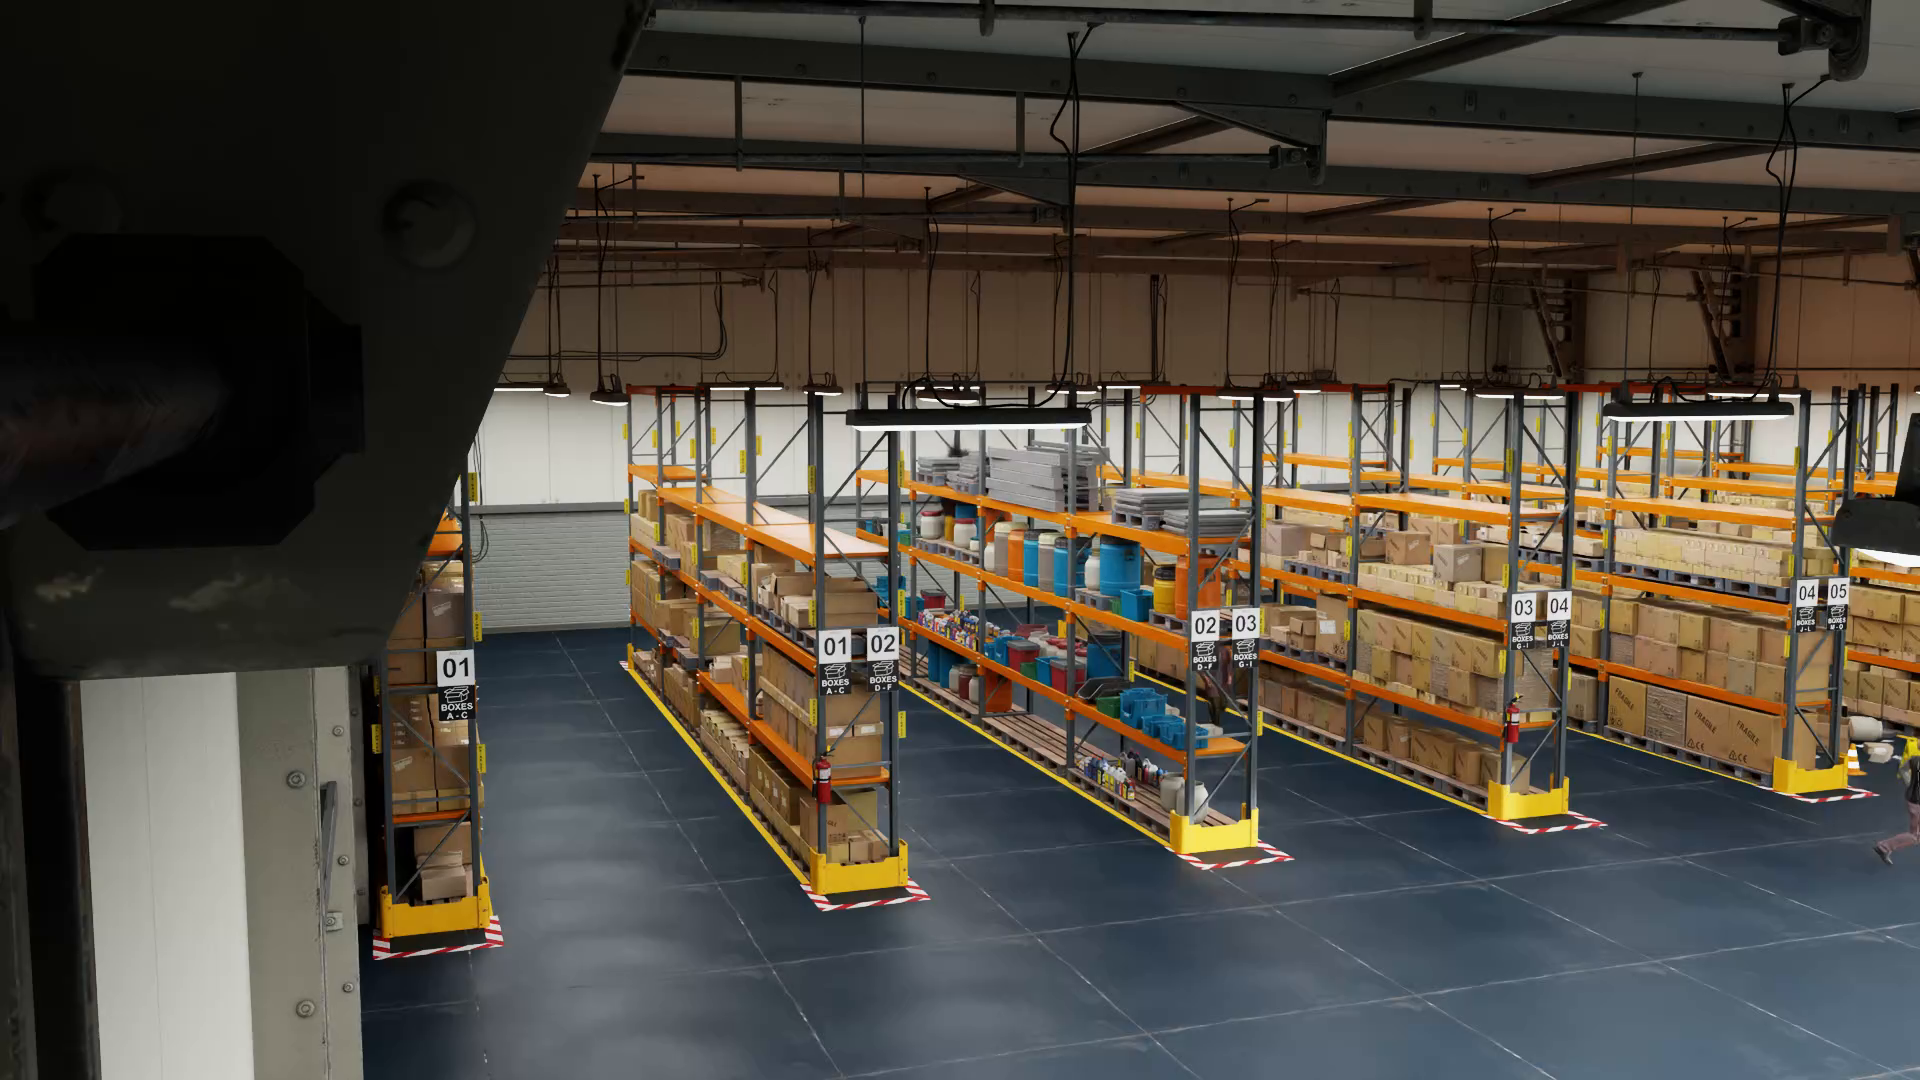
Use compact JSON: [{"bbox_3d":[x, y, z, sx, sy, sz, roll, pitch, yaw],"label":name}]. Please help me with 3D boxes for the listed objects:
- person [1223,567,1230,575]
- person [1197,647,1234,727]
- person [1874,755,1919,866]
[{"bbox_3d":[6.484,1.359,40.556,0.543,1.588,0.664,-5,8,-42],"label":"person"},{"bbox_3d":[4.421,2.490,28.888,0.712,1.757,0.716,-1,6,-11],"label":"person"},{"bbox_3d":[11.981,3.331,20.835,0.934,1.709,0.648,2,6,17],"label":"person"}]
